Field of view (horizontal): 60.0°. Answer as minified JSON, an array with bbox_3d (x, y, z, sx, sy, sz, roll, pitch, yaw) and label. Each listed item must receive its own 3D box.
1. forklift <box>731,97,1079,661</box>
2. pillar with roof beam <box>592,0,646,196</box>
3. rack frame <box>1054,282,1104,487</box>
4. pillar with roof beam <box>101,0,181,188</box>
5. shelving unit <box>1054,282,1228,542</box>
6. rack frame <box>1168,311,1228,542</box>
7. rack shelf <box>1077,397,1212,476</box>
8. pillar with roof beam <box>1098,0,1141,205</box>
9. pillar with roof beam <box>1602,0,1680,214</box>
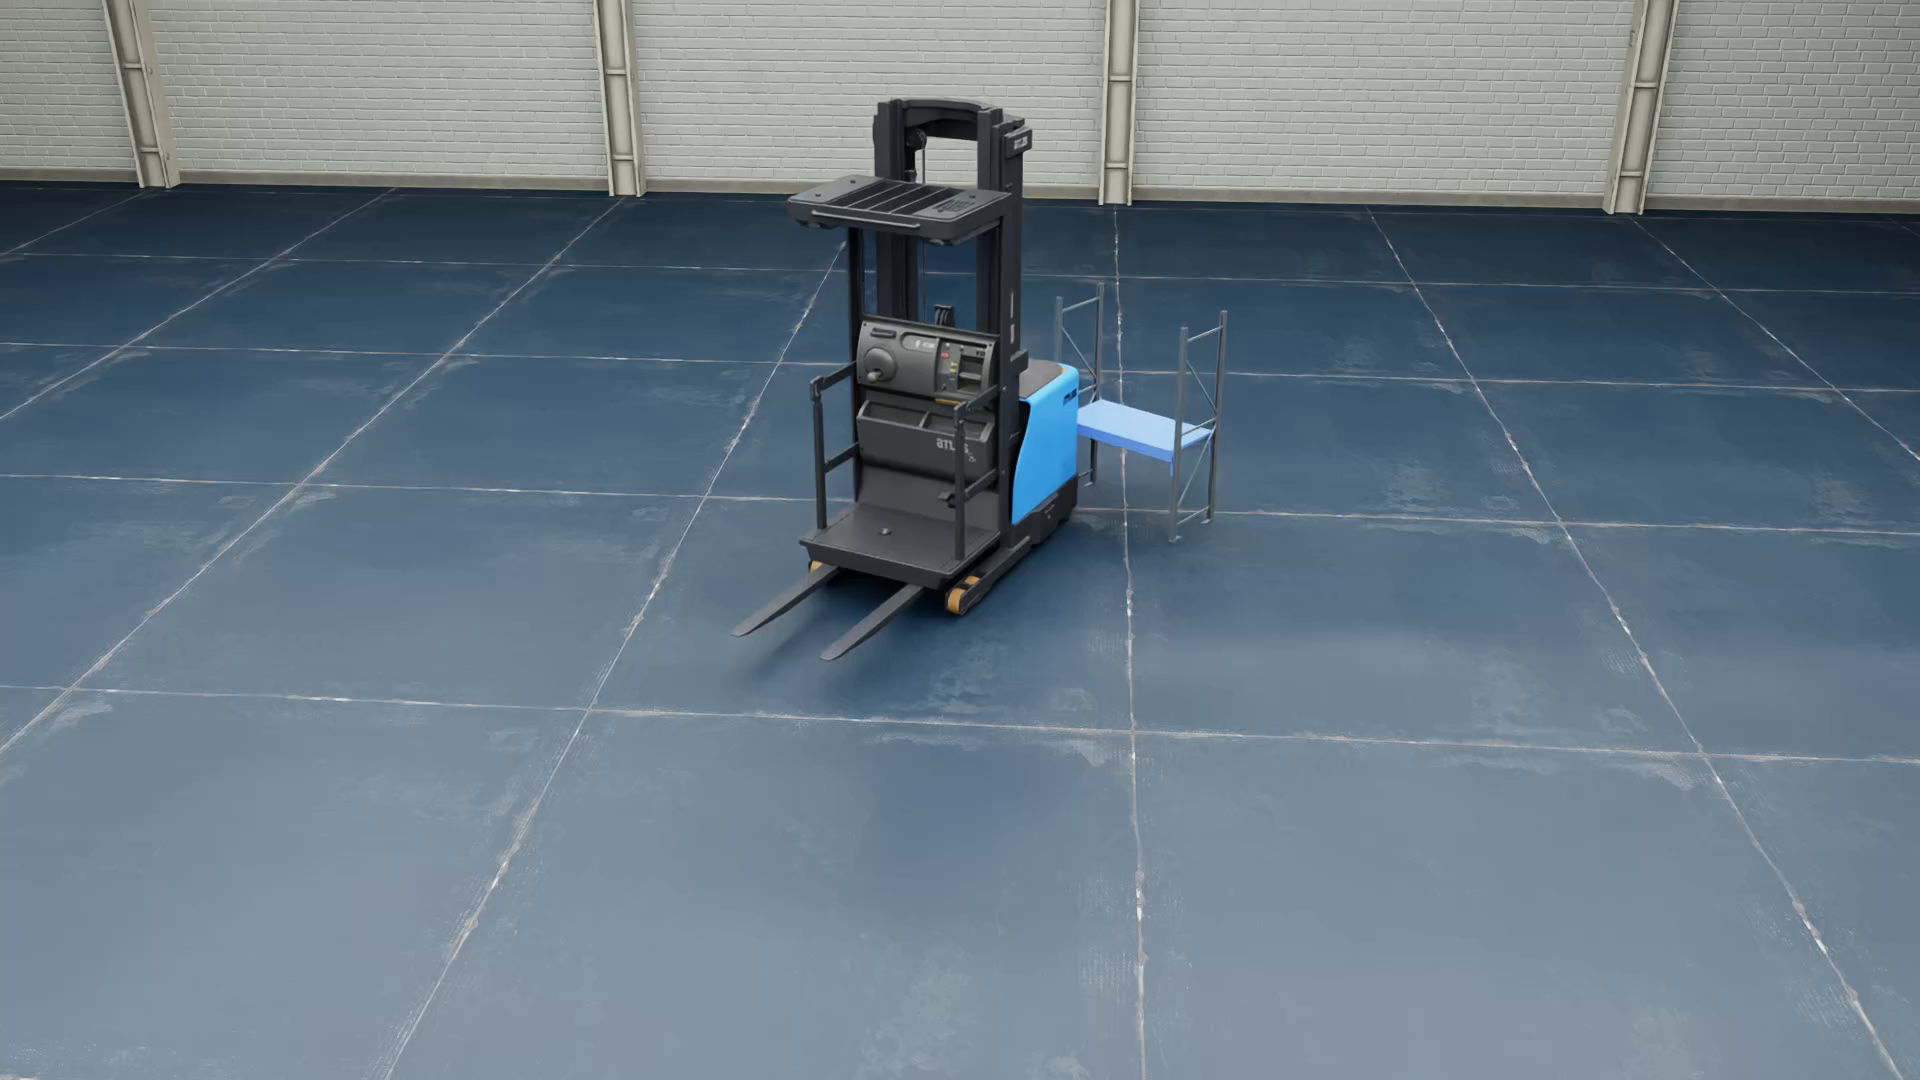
[{"bbox_3d":[-0.315,-1.082,10.095,1.130,2.935,3.031,12,27,25],"label":"forklift"},{"bbox_3d":[-4.434,-6.583,14.792,0.400,9.000,9.100,2,25,4],"label":"pillar with roof beam"},{"bbox_3d":[0.822,-1.028,11.690,0.032,1.500,0.500,20,32,37],"label":"rack frame"},{"bbox_3d":[-10.416,-6.775,15.209,0.400,9.000,9.100,2,25,4],"label":"pillar with roof beam"},{"bbox_3d":[1.202,-0.887,11.384,1.048,1.500,0.538,20,32,37],"label":"shelving unit"},{"bbox_3d":[1.583,-0.746,11.078,0.032,1.500,0.500,20,32,37],"label":"rack frame"},{"bbox_3d":[1.202,-0.724,11.459,1.000,0.185,0.538,20,32,37],"label":"rack shelf"},{"bbox_3d":[1.549,-6.391,14.375,0.400,9.000,9.100,2,25,4],"label":"pillar with roof beam"},{"bbox_3d":[7.531,-6.199,13.958,0.400,9.000,9.100,2,25,4],"label":"pillar with roof beam"}]
